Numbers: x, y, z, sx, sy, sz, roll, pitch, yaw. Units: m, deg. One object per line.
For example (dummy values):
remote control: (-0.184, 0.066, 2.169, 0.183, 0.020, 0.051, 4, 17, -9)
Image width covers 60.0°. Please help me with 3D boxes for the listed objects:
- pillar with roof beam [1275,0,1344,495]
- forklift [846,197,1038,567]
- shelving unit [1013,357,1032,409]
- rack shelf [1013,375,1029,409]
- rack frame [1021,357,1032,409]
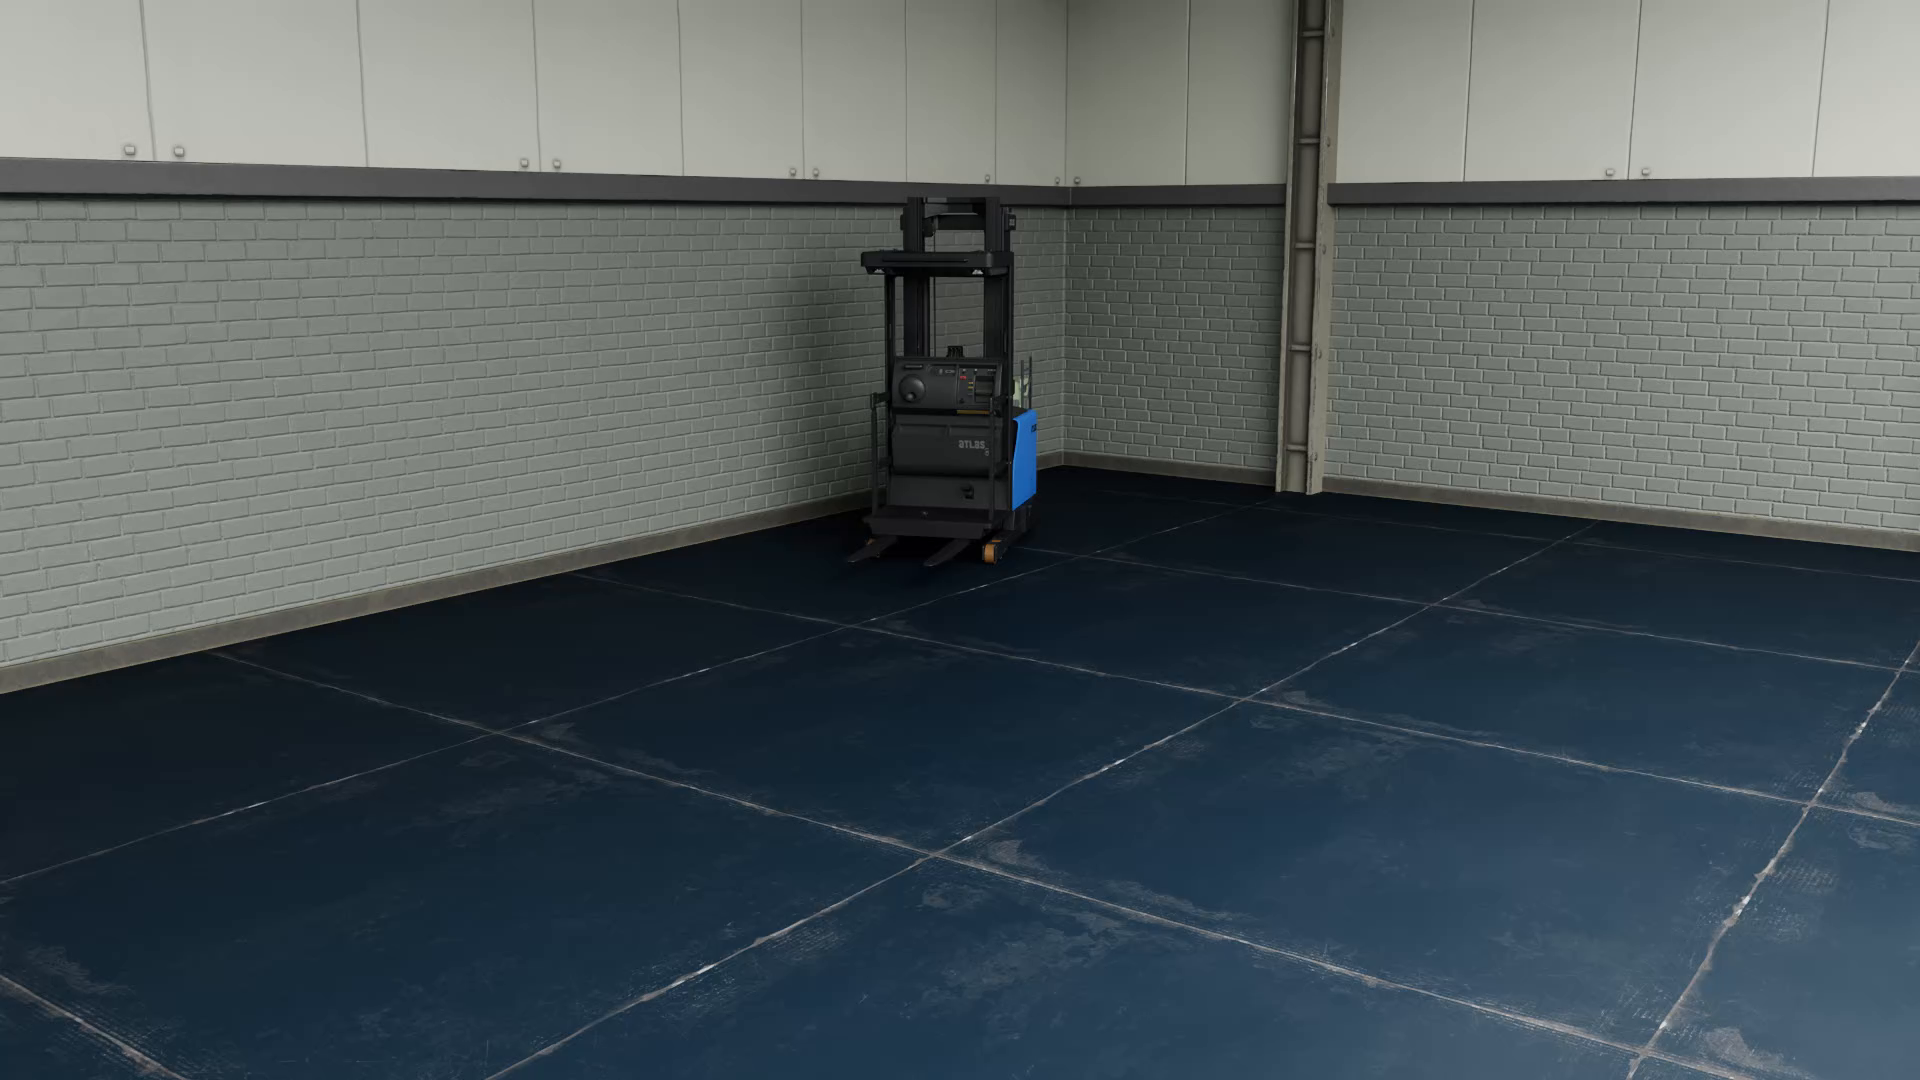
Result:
pillar with roof beam: (0.947, -4.264, 12.881, 0.400, 9.000, 9.100, 8, 13, 36)
forklift: (-0.158, -1.323, 13.654, 1.130, 2.935, 3.031, 3, 11, 14)
shelving unit: (0.256, -0.947, 15.474, 0.755, 1.500, 0.431, 3, 11, 14)
rack shelf: (0.256, -1.330, 15.400, 0.720, 0.370, 0.431, 3, 11, 14)
rack frame: (0.610, -0.929, 15.384, 0.023, 1.500, 0.400, 3, 11, 14)
